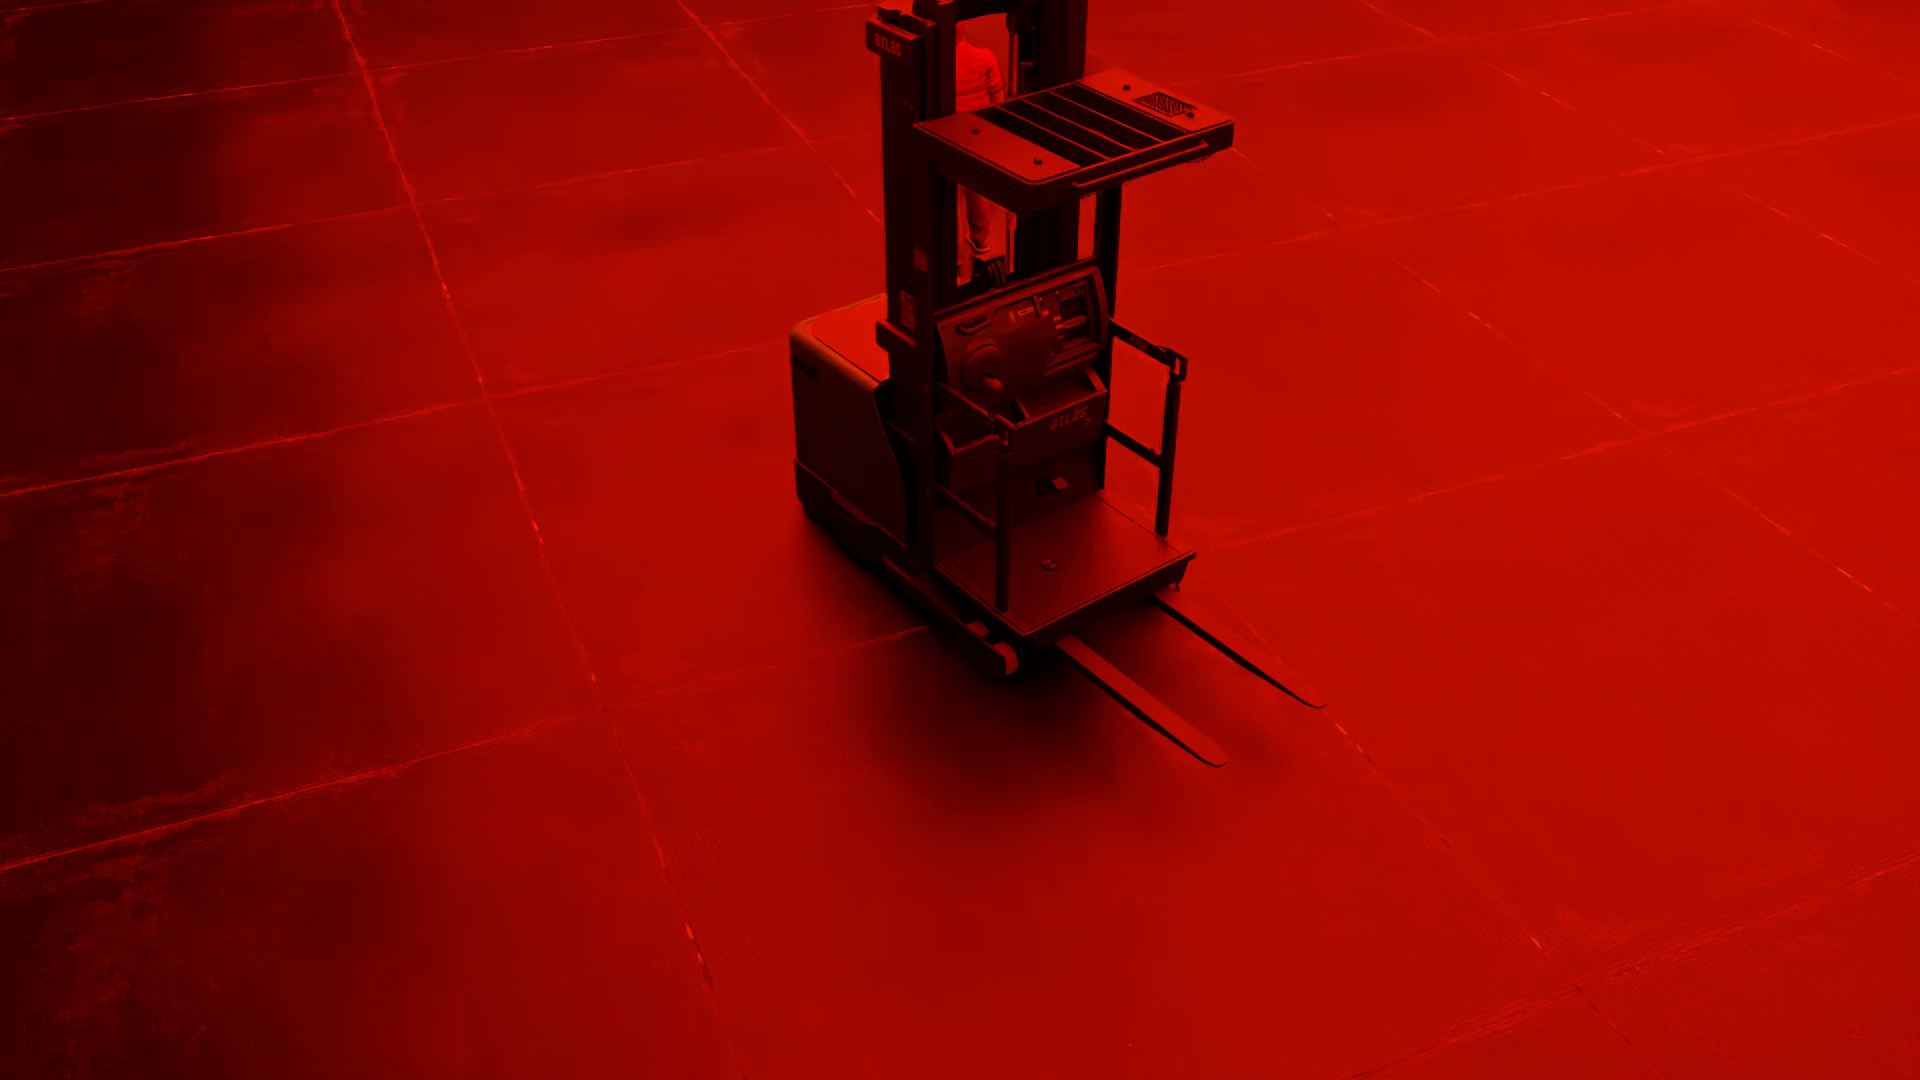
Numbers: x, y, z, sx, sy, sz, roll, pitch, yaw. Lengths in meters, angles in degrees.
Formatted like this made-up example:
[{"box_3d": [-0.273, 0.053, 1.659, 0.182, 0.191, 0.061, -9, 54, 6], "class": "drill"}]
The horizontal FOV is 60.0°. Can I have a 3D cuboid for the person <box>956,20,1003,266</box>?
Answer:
[{"box_3d": [-0.053, -2.631, 10.823, 0.641, 1.728, 0.550, -14, 38, -18], "class": "person"}]

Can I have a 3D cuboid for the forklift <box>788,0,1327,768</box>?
[{"box_3d": [0.420, -0.882, 7.339, 1.130, 2.935, 3.031, -24, 42, -30], "class": "forklift"}]
